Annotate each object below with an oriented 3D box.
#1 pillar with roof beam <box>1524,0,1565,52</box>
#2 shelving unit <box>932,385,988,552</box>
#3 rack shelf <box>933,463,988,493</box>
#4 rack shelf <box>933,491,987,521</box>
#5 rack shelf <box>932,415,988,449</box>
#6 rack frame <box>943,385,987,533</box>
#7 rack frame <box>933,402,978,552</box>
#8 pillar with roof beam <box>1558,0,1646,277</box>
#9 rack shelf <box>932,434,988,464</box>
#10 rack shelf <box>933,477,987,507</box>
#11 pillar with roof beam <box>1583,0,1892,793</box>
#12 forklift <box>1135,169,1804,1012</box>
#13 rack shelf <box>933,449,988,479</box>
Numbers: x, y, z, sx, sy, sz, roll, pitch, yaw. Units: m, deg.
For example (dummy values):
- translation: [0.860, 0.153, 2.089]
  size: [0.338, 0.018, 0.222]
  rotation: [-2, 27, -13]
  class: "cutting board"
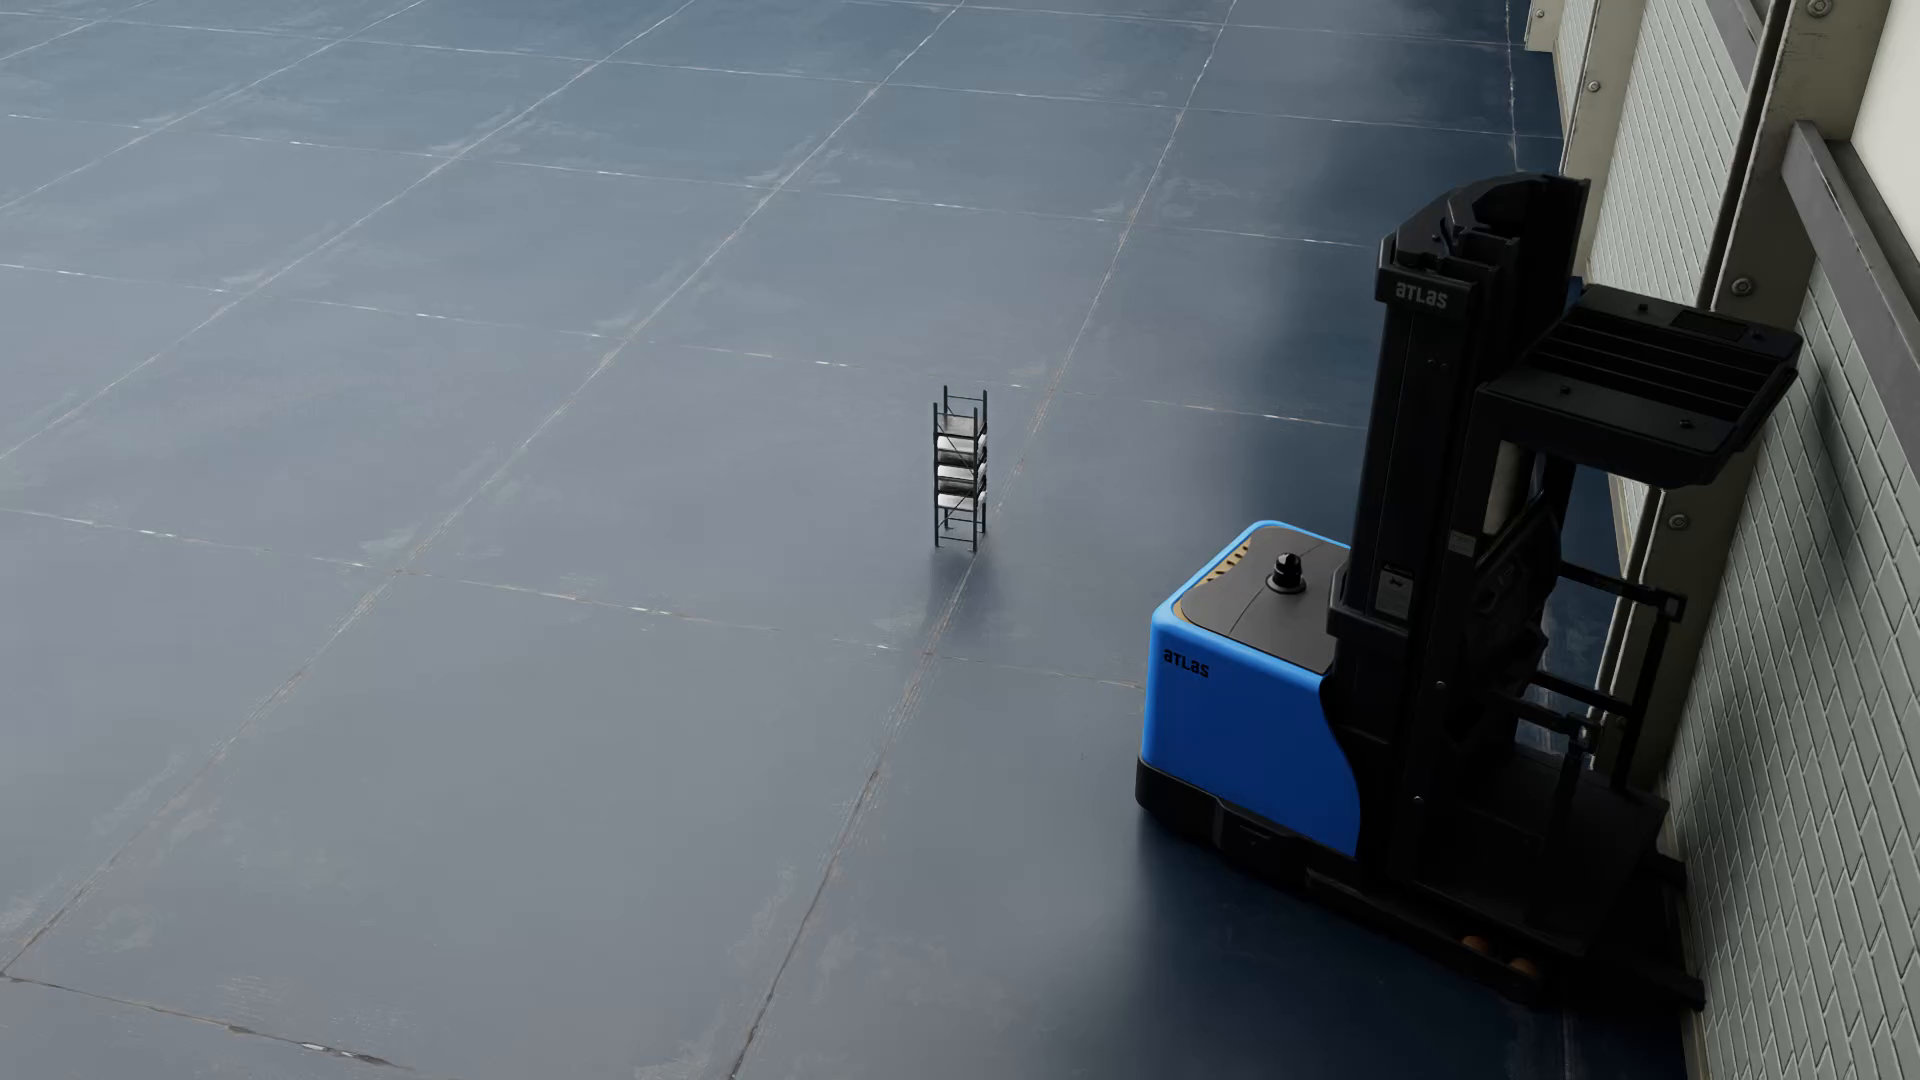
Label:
- translation: [1.938, -9.581, 16.003]
  size: [9.100, 9.000, 0.400]
  rotation: [8, 33, 12]
  class: "pillar with roof beam"
- translation: [0.002, -0.384, 9.085]
  size: [0.258, 0.900, 0.210]
  rotation: [8, 33, 12]
  class: "shelving unit"
- translation: [0.002, -0.356, 9.103]
  size: [0.258, 0.077, 0.200]
  rotation: [8, 33, 12]
  class: "rack shelf"
- translation: [0.002, -0.204, 9.199]
  size: [0.258, 0.077, 0.200]
  rotation: [8, 33, 12]
  class: "rack shelf"
- translation: [0.002, -0.584, 8.958]
  size: [0.258, 0.077, 0.200]
  rotation: [8, 33, 12]
  class: "rack shelf"
- translation: [0.028, -0.437, 9.168]
  size: [0.240, 0.900, 0.006]
  rotation: [8, 33, 12]
  class: "rack frame"
- translation: [-0.024, -0.331, 9.002]
  size: [0.240, 0.900, 0.006]
  rotation: [8, 33, 12]
  class: "rack frame"
- translation: [0.415, -6.468, 11.106]
  size: [9.100, 9.000, 0.400]
  rotation: [8, 33, 12]
  class: "pillar with roof beam"
- translation: [0.002, -0.508, 9.006]
  size: [0.258, 0.077, 0.200]
  rotation: [8, 33, 12]
  class: "rack shelf"
- translation: [0.002, -0.280, 9.151]
  size: [0.258, 0.077, 0.200]
  rotation: [8, 33, 12]
  class: "rack shelf"
- translation: [-1.107, -3.354, 6.208]
  size: [9.100, 9.000, 0.400]
  rotation: [8, 33, 12]
  class: "pillar with roof beam"
- translation: [2.262, 0.237, 6.215]
  size: [3.031, 2.935, 1.130]
  rotation: [22, 38, 30]
  class: "forklift"
- translation: [0.002, -0.432, 9.055]
  size: [0.258, 0.077, 0.200]
  rotation: [8, 33, 12]
  class: "rack shelf"
